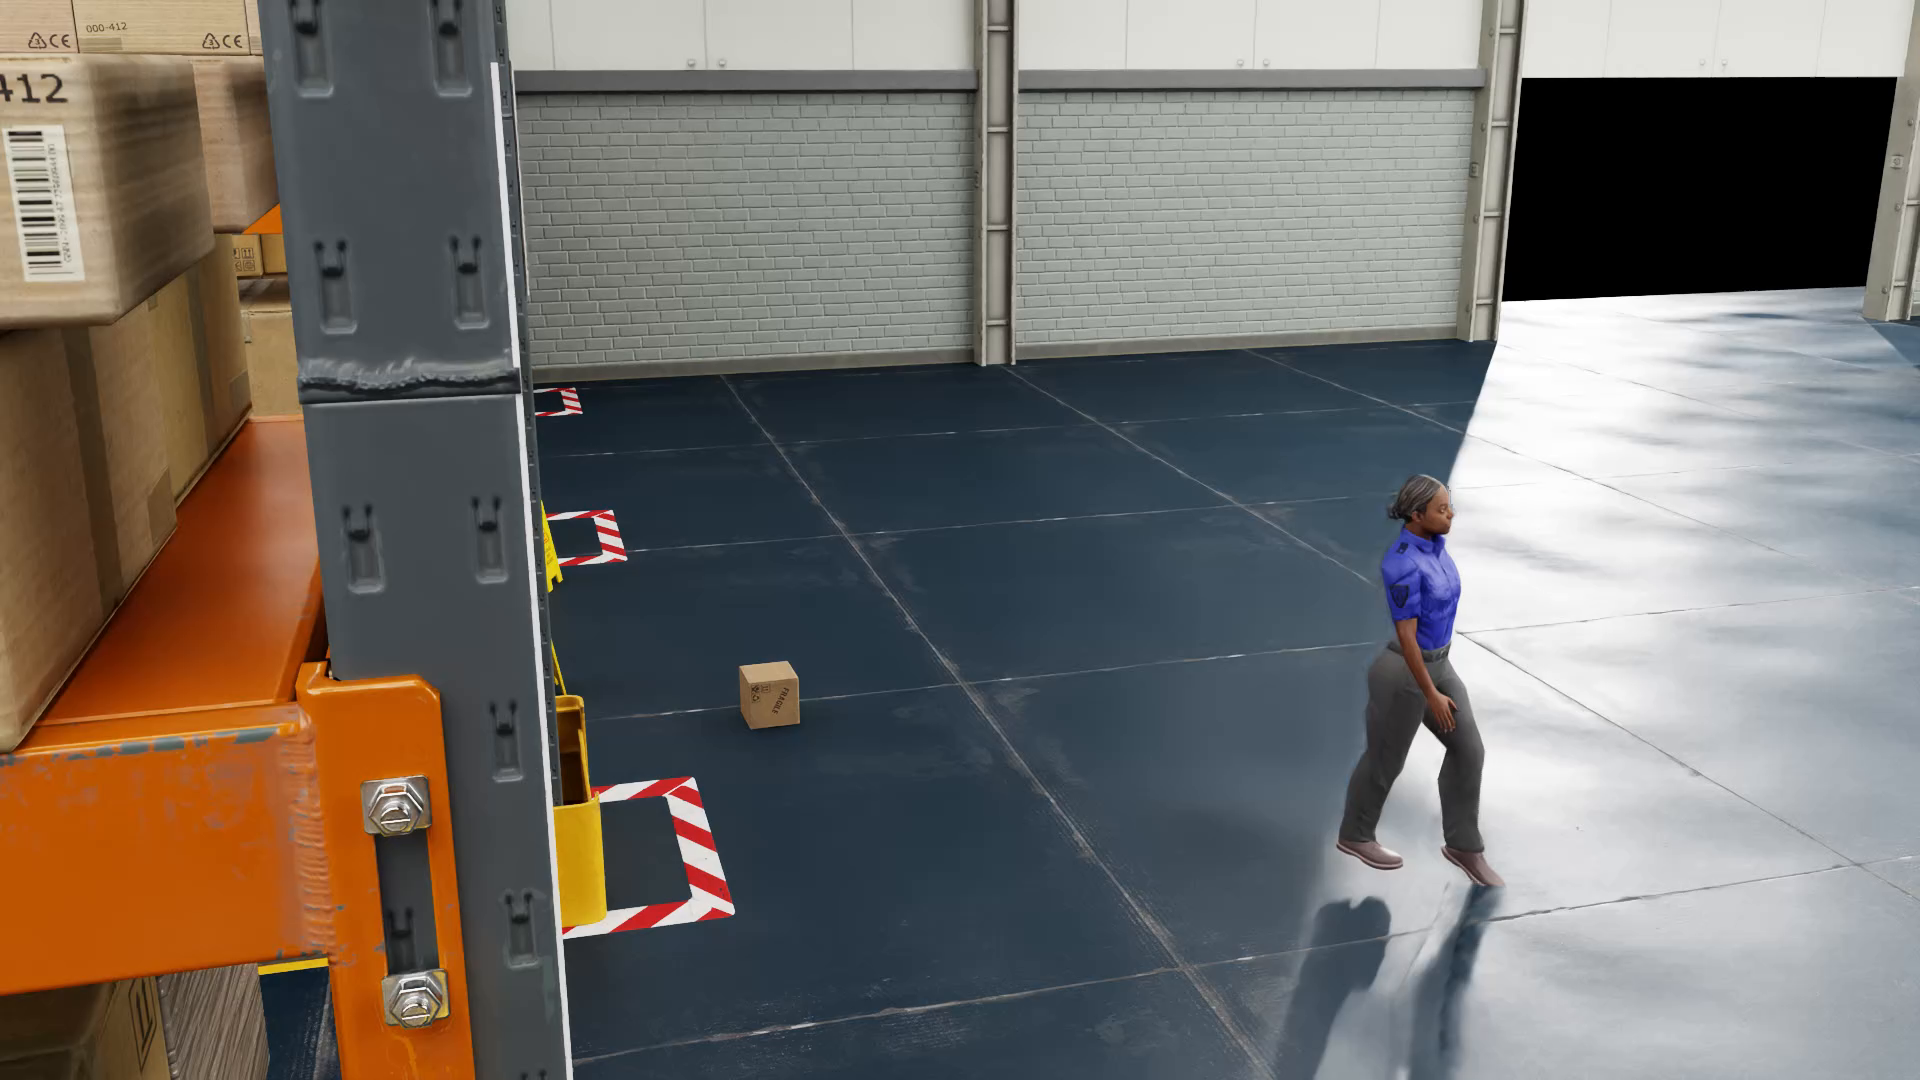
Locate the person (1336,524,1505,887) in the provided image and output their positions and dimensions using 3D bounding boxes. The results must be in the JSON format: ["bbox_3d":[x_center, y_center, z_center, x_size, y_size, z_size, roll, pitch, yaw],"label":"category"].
[{"bbox_3d":[1.850,0.687,6.588,0.655,1.499,0.437,12,20,36],"label":"person"}]
